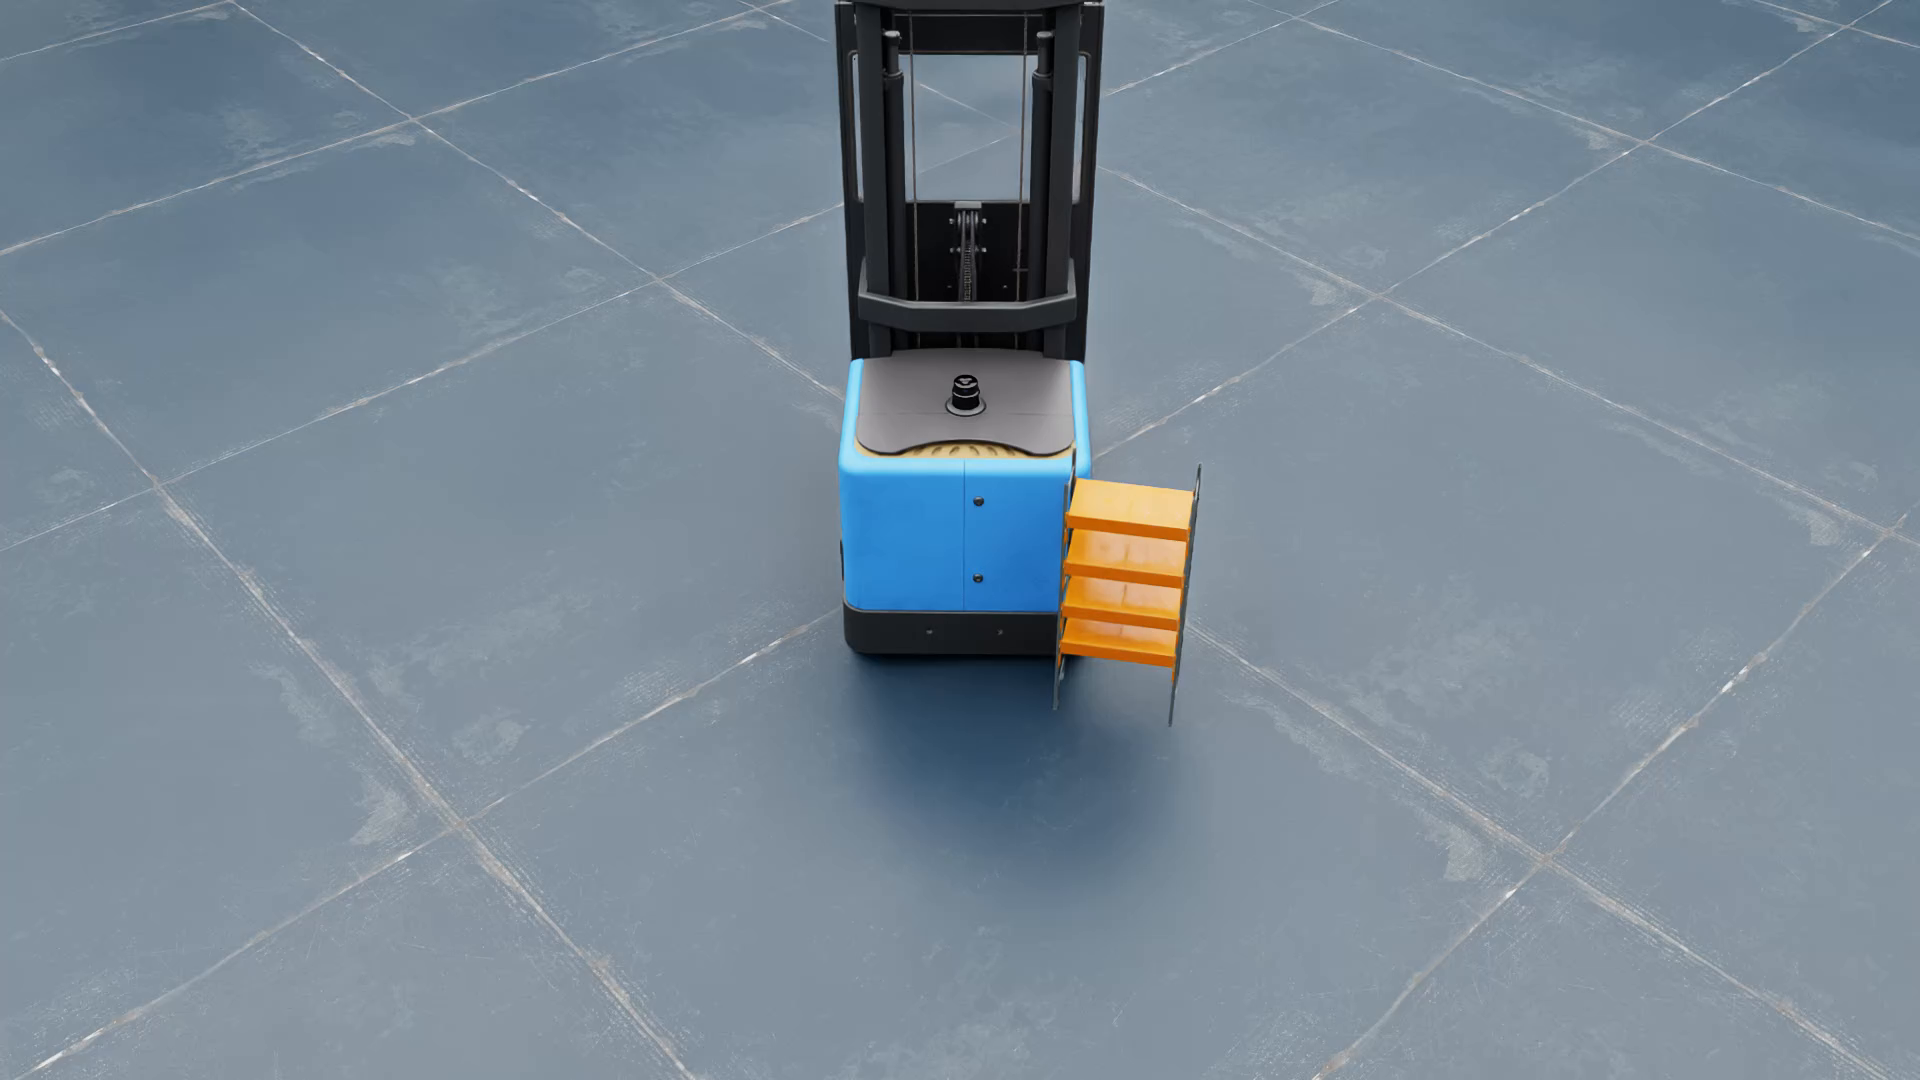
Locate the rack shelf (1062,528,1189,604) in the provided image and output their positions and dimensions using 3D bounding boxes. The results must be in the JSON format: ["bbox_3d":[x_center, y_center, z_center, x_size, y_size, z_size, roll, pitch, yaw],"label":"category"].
[{"bbox_3d":[0.665,0.091,6.642,0.480,0.148,0.258,7,39,9],"label":"rack shelf"}]

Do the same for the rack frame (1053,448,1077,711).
[{"bbox_3d":[0.426,0.183,6.777,0.015,1.200,0.240,7,39,9],"label":"rack frame"}]

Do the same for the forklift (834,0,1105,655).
[{"bbox_3d":[0.042,-1.538,7.530,1.130,2.935,3.031,1,39,1],"label":"forklift"}]

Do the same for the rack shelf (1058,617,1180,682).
[{"bbox_3d":[0.665,0.419,6.907,0.480,0.148,0.258,7,39,9],"label":"rack shelf"}]

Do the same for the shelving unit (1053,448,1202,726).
[{"bbox_3d":[0.665,0.212,6.740,0.503,1.200,0.258,7,39,9],"label":"shelving unit"}]

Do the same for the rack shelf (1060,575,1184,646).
[{"bbox_3d":[0.665,0.265,6.782,0.480,0.148,0.258,7,39,9],"label":"rack shelf"}]

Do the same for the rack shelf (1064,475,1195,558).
[{"bbox_3d":[0.665,-0.093,6.493,0.480,0.148,0.258,7,39,9],"label":"rack shelf"}]

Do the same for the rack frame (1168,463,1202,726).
[{"bbox_3d":[0.904,0.242,6.703,0.015,1.200,0.240,7,39,9],"label":"rack frame"}]
